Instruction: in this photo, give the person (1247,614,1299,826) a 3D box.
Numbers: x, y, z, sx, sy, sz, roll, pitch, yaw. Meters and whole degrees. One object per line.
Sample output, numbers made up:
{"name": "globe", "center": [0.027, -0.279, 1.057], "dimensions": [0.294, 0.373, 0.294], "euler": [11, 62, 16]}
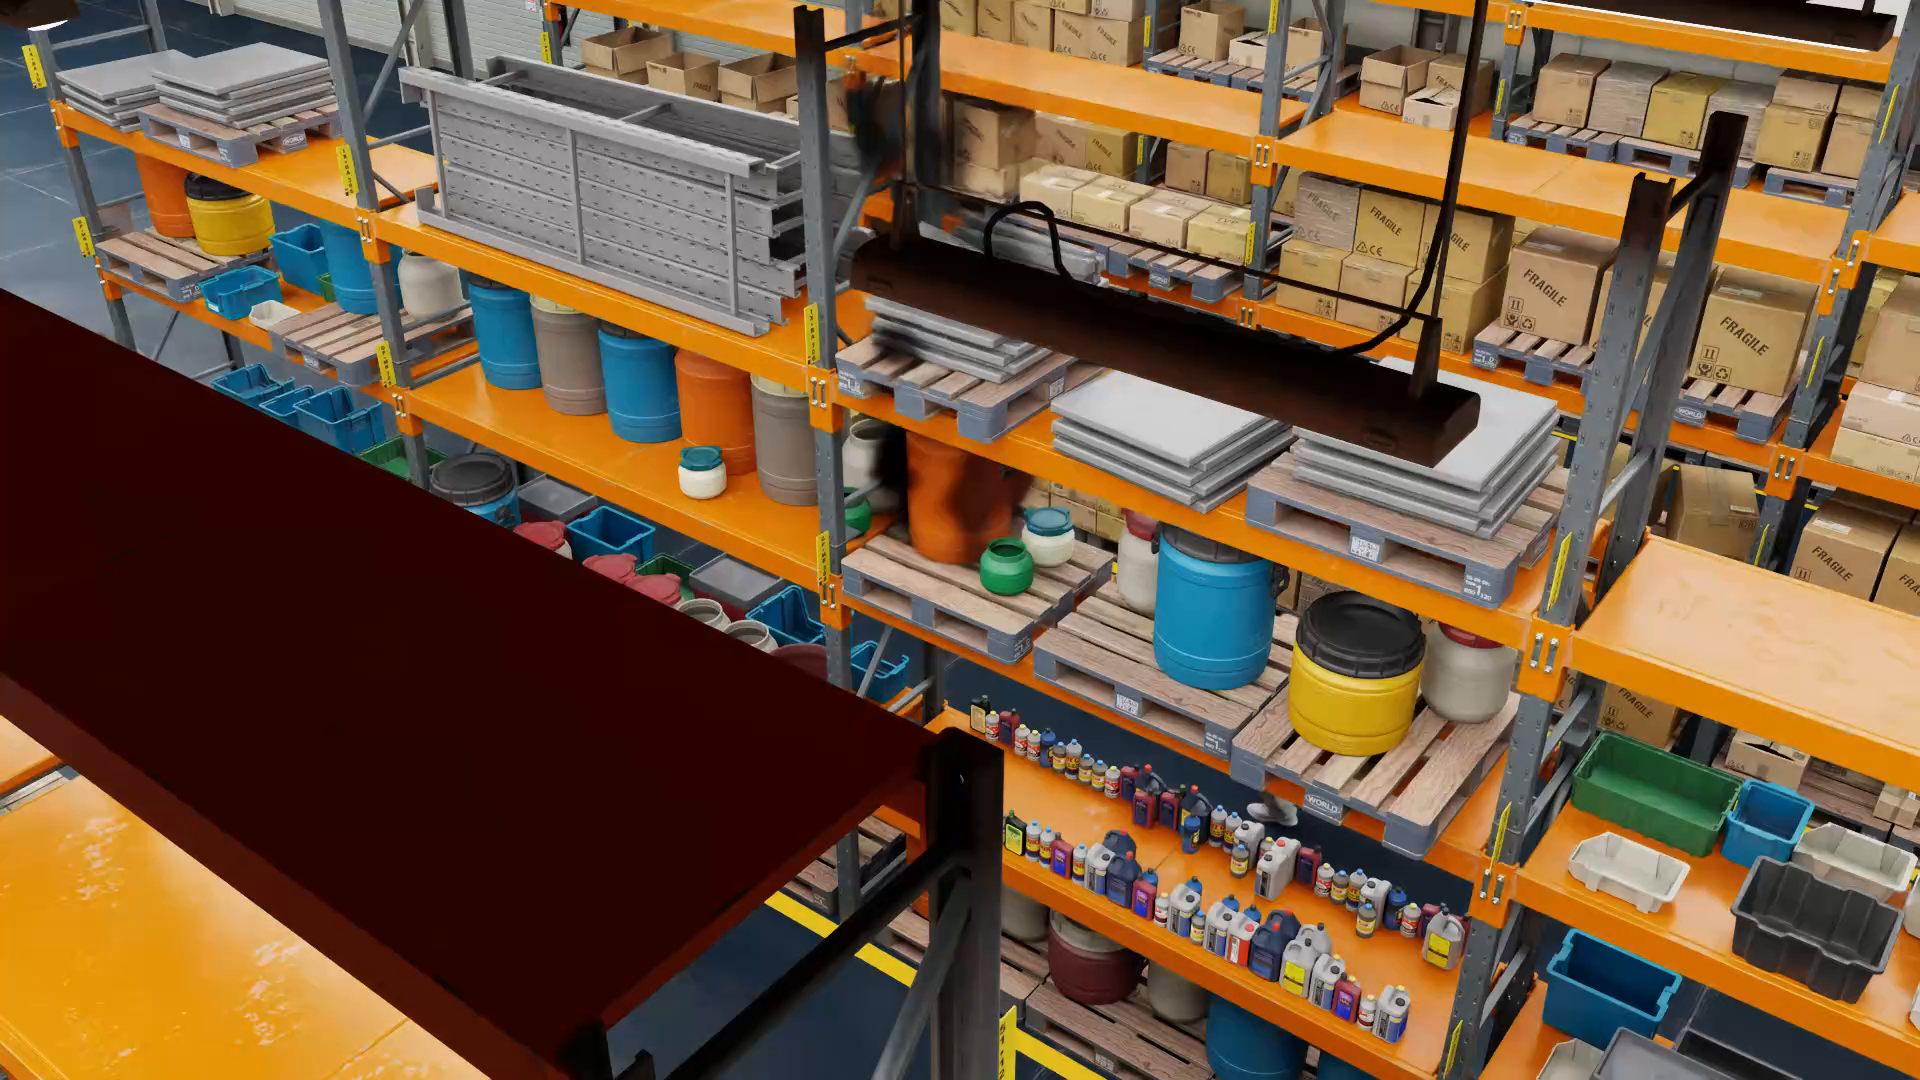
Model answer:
{"name": "person", "center": [2.137, 1.220, 11.602], "dimensions": [0.656, 1.742, 0.692], "euler": [16, 35, 24]}
